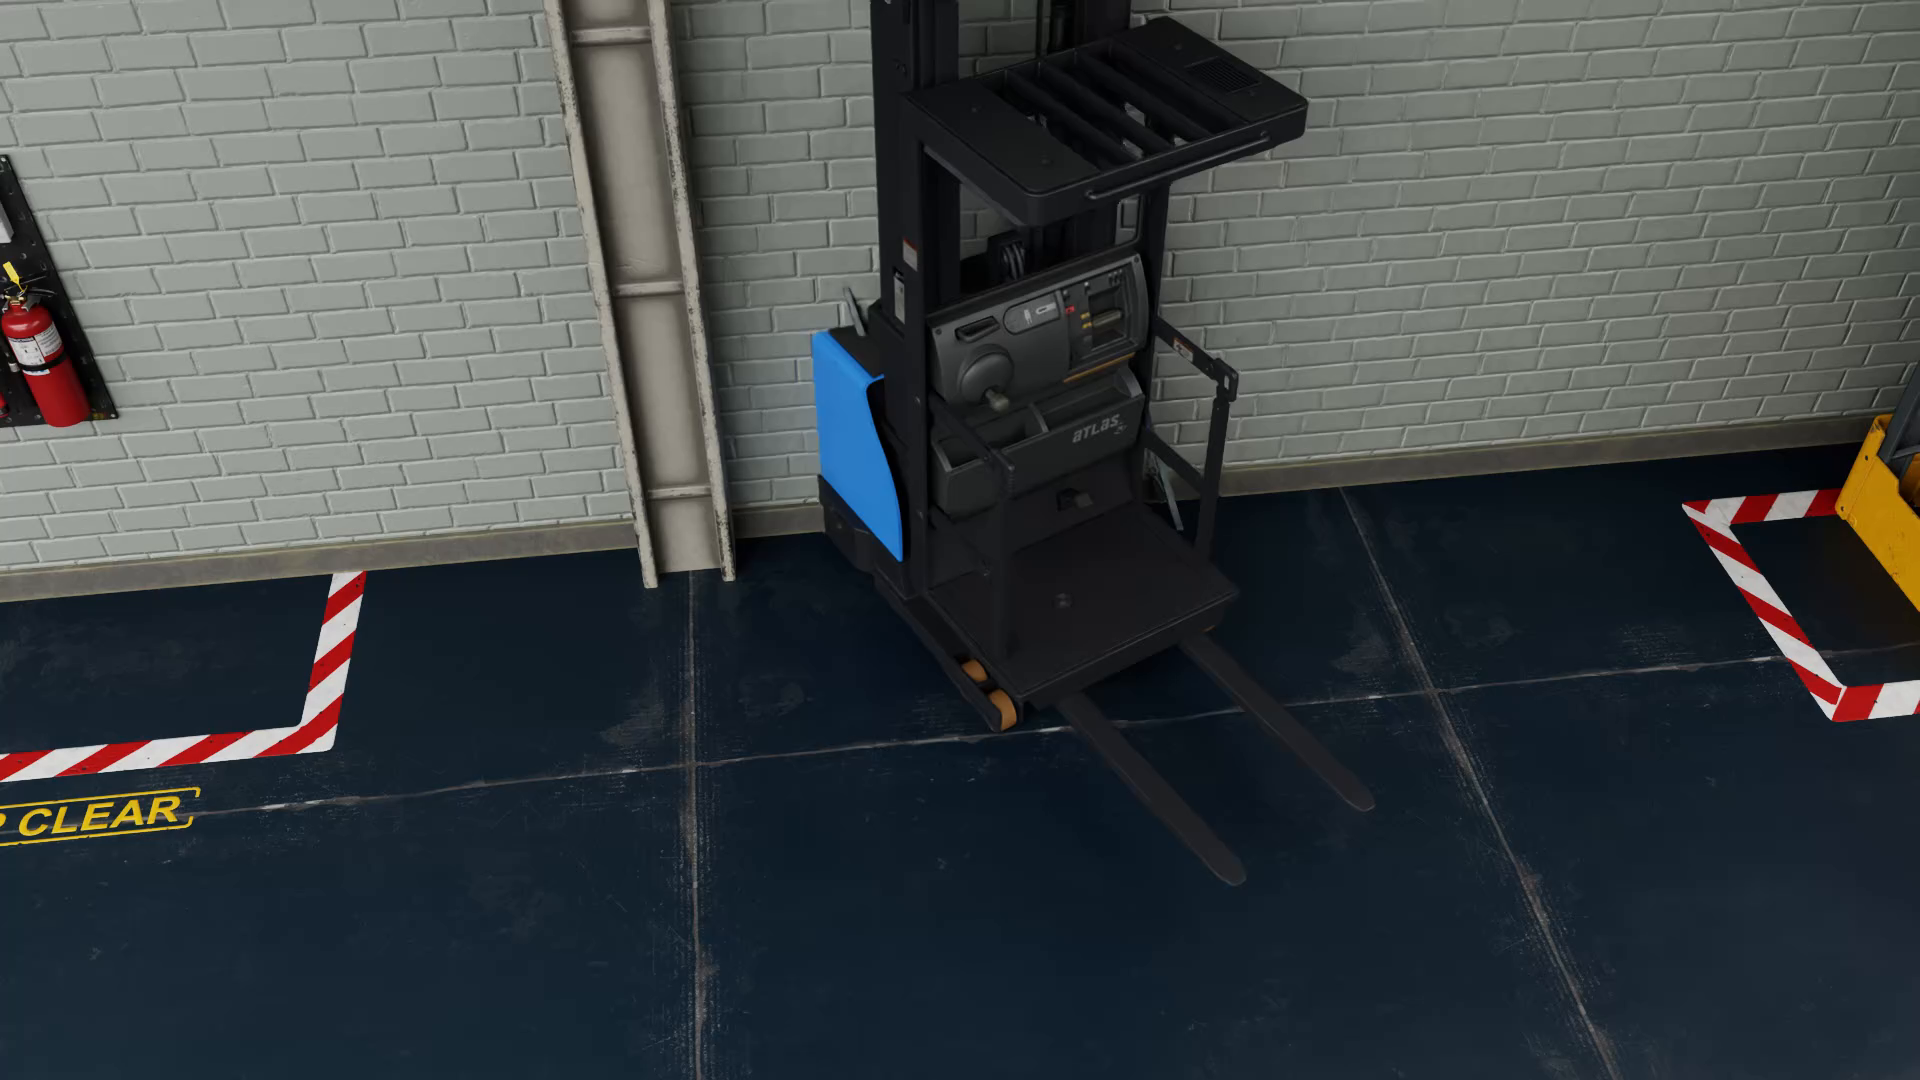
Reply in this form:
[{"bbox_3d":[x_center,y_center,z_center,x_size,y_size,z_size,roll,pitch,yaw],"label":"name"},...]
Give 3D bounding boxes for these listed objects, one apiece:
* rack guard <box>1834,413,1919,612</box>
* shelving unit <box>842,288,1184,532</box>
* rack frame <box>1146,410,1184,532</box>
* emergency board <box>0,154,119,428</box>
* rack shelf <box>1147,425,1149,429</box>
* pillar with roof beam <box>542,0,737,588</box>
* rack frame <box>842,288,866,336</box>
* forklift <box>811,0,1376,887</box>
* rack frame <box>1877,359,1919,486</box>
[{"bbox_3d":[4.249,0.012,7.078,0.348,0.500,1.175,-5,42,-6],"label":"rack guard"},{"bbox_3d":[0.219,-0.631,7.148,1.048,1.500,0.538,-18,20,2],"label":"shelving unit"},{"bbox_3d":[0.702,-0.788,7.127,0.032,1.500,0.500,-18,20,2],"label":"rack frame"},{"bbox_3d":[-3.649,-0.834,6.150,0.643,1.169,0.194,-5,42,-6],"label":"emergency board"},{"bbox_3d":[0.274,-0.471,7.210,1.000,0.185,0.538,-18,20,2],"label":"rack shelf"},{"bbox_3d":[-0.636,-0.392,1.181,0.400,9.000,9.100,-5,42,-6],"label":"pillar with roof beam"},{"bbox_3d":[-0.264,-0.473,7.170,0.032,1.500,0.500,-18,20,2],"label":"rack frame"},{"bbox_3d":[0.425,-0.691,6.043,1.130,2.935,3.031,-23,47,-23],"label":"forklift"},{"bbox_3d":[4.173,-0.909,6.234,0.127,3.000,1.000,-5,42,-6],"label":"rack frame"}]
